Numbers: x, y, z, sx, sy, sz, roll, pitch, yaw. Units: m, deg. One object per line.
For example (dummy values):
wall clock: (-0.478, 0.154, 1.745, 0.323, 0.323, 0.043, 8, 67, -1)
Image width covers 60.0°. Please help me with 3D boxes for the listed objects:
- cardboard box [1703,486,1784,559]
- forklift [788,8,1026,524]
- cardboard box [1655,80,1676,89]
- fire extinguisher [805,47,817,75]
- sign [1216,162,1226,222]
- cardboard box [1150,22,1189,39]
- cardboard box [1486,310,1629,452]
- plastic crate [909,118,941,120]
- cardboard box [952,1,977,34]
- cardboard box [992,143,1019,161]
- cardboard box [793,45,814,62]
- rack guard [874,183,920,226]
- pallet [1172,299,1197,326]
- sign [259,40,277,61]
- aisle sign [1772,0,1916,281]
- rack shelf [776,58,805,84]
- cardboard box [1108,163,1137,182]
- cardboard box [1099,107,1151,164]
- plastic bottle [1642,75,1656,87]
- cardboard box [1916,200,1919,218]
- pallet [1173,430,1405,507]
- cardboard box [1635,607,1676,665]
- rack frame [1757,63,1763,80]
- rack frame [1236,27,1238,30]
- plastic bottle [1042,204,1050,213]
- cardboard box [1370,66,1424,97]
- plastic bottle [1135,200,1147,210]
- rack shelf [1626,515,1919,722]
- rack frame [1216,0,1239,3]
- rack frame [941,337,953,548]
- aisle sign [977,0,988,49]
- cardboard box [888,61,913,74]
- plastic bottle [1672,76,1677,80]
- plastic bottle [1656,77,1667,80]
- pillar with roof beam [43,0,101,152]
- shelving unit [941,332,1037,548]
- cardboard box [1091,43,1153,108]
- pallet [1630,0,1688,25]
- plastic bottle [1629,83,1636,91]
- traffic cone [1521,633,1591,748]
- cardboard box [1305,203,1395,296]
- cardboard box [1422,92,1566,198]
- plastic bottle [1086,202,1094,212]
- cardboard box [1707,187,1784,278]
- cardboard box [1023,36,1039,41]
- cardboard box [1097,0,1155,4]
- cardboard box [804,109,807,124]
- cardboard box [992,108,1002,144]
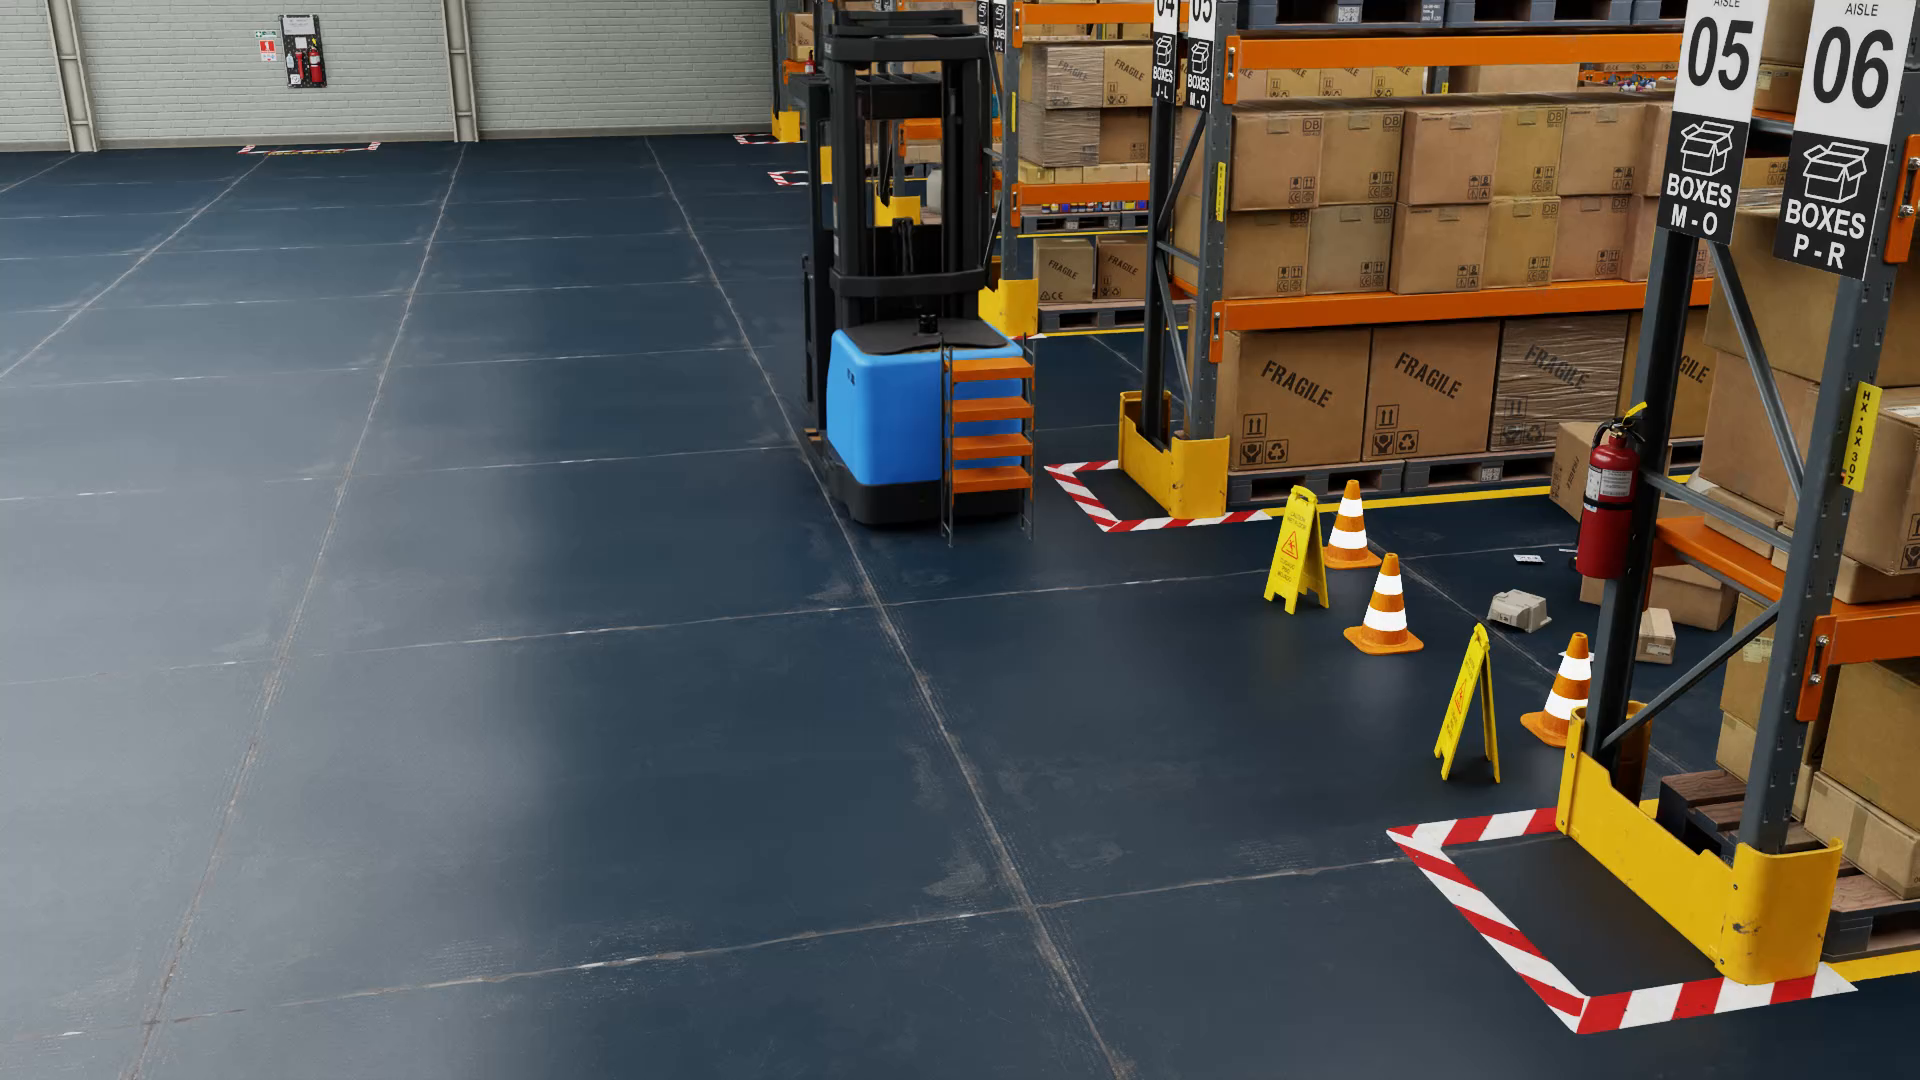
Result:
cardboard box: (2.923, -0.072, 6.015, 0.250, 0.149, 0.380, -4, 20, -11)
forklift: (-0.478, -1.944, 10.859, 1.130, 2.935, 3.031, -5, 21, -14)
cardboard box: (7.077, -4.149, 16.025, 0.500, 0.500, 0.700, -2, 20, -4)
fire extinguisher: (-2.170, -6.832, 24.216, 0.183, 0.674, 0.296, -5, 21, -12)
sign: (1.493, -1.995, 9.526, 0.005, 0.325, 0.100, -5, 21, -12)
cardboard box: (3.701, -9.173, 29.709, 0.500, 0.500, 0.700, -7, 21, -18)
cardboard box: (3.759, -1.155, 11.084, 0.875, 0.875, 0.875, -4, 21, -12)
plastic crate: (-0.394, -5.134, 19.684, 0.616, 0.251, 0.499, -5, 21, -12)
cardboard box: (0.049, -7.538, 24.001, 0.500, 0.500, 0.700, -5, 21, -12)
cardboard box: (0.572, -5.754, 24.549, 0.500, 0.250, 0.500, -5, 21, -12)
cardboard box: (-2.544, -8.251, 28.168, 0.500, 0.250, 0.500, -5, 21, -14)
rack guard: (-0.749, -3.912, 19.766, 0.348, 0.500, 1.175, -5, 21, -12)
pallet: (2.386, -2.250, 15.651, 1.213, 0.211, 1.003, -5, 21, -12)
sign: (-11.424, -8.075, 27.445, 0.234, 0.329, 0.001, -5, 21, -12)
aisle sign: (2.619, -1.201, 4.952, 0.004, 0.787, 0.394, -5, 21, -12)
rack shelf: (-1.145, -8.200, 28.886, 4.000, 0.370, 1.077, -5, 21, -12)
cardboard box: (1.393, -3.285, 14.788, 0.250, 0.149, 0.380, -5, 21, -12)
cardboard box: (1.328, -3.706, 14.994, 0.500, 0.500, 0.875, -5, 21, -12)
plastic bottle: (8.809, -5.761, 21.253, 0.185, 0.351, 0.144, -5, 21, -12)
cardboard box: (3.549, -0.896, 5.867, 0.500, 0.500, 0.700, -4, 21, -12)
pallet: (2.131, -0.518, 10.921, 1.213, 0.211, 1.003, -5, 21, -12)
cardboard box: (3.418, 0.470, 8.315, 0.250, 0.149, 0.380, 6, 21, 16)
rack frame: (8.113, -4.039, 16.480, 0.127, 3.000, 1.000, -5, 21, -12)
rack frame: (3.081, -5.380, 20.141, 0.127, 3.000, 1.000, -5, 21, -12)
plastic bottle: (1.024, -4.028, 19.778, 0.097, 0.271, 0.097, 0, 20, 0)
cardboard box: (3.846, -4.251, 15.026, 0.500, 0.500, 0.500, -5, 21, -12)
plastic bottle: (2.185, -4.122, 20.016, 0.133, 0.283, 0.061, -3, 20, -9)
rack shelf: (4.555, 0.091, 6.251, 4.000, 0.370, 1.077, -5, 21, -12)
rack frame: (1.371, -4.554, 9.165, 0.127, 3.000, 1.000, -5, 21, -12)
rack frame: (-0.076, -0.557, 9.591, 0.015, 1.200, 0.240, -5, 21, -12)
aisle sign: (0.199, -4.722, 14.565, 0.004, 0.787, 0.394, -5, 21, -12)
cardboard box: (-0.981, -6.845, 23.994, 0.500, 0.500, 0.700, -4, 21, -11)
plastic bottle: (9.427, -5.973, 21.939, 0.135, 0.276, 0.152, -5, 21, -12)
plastic bottle: (9.201, -5.954, 21.889, 0.135, 0.276, 0.152, -5, 21, -12)
pillar with roof beam: (-13.297, -9.151, 21.713, 0.400, 9.000, 9.100, -5, 21, -12)
shelving unit: (0.161, -0.576, 9.644, 0.503, 1.200, 0.258, -5, 21, -12)
cardboard box: (1.414, -4.051, 14.482, 0.500, 0.500, 0.500, -5, 21, -12)
pallet: (4.465, -3.360, 10.393, 1.213, 0.211, 1.003, -5, 21, -12)
plastic bottle: (8.488, -5.636, 21.026, 0.097, 0.271, 0.097, 0, 20, 0)
traffic cone: (2.730, 0.637, 7.403, 0.334, 0.463, 0.336, -5, 21, -12)
cardboard box: (2.252, -1.903, 10.431, 0.550, 0.550, 0.875, -5, 21, -12)
cardboard box: (3.317, -2.490, 10.463, 0.500, 0.550, 0.875, -5, 21, -12)
plastic bottle: (1.552, -4.038, 19.907, 0.097, 0.201, 0.097, 0, 20, 0)
cardboard box: (4.907, -2.091, 10.945, 0.550, 0.550, 0.875, -5, 21, -12)
cardboard box: (0.979, -7.235, 24.117, 0.250, 0.149, 0.380, -5, 21, -13)
cardboard box: (1.357, -4.738, 14.246, 0.500, 0.250, 0.500, -5, 21, -14)
cardboard box: (-2.397, -7.349, 28.784, 0.500, 0.311, 0.500, -7, 21, -19)
cardboard box: (0.569, -6.110, 24.431, 0.500, 0.500, 0.500, -5, 21, -12)
